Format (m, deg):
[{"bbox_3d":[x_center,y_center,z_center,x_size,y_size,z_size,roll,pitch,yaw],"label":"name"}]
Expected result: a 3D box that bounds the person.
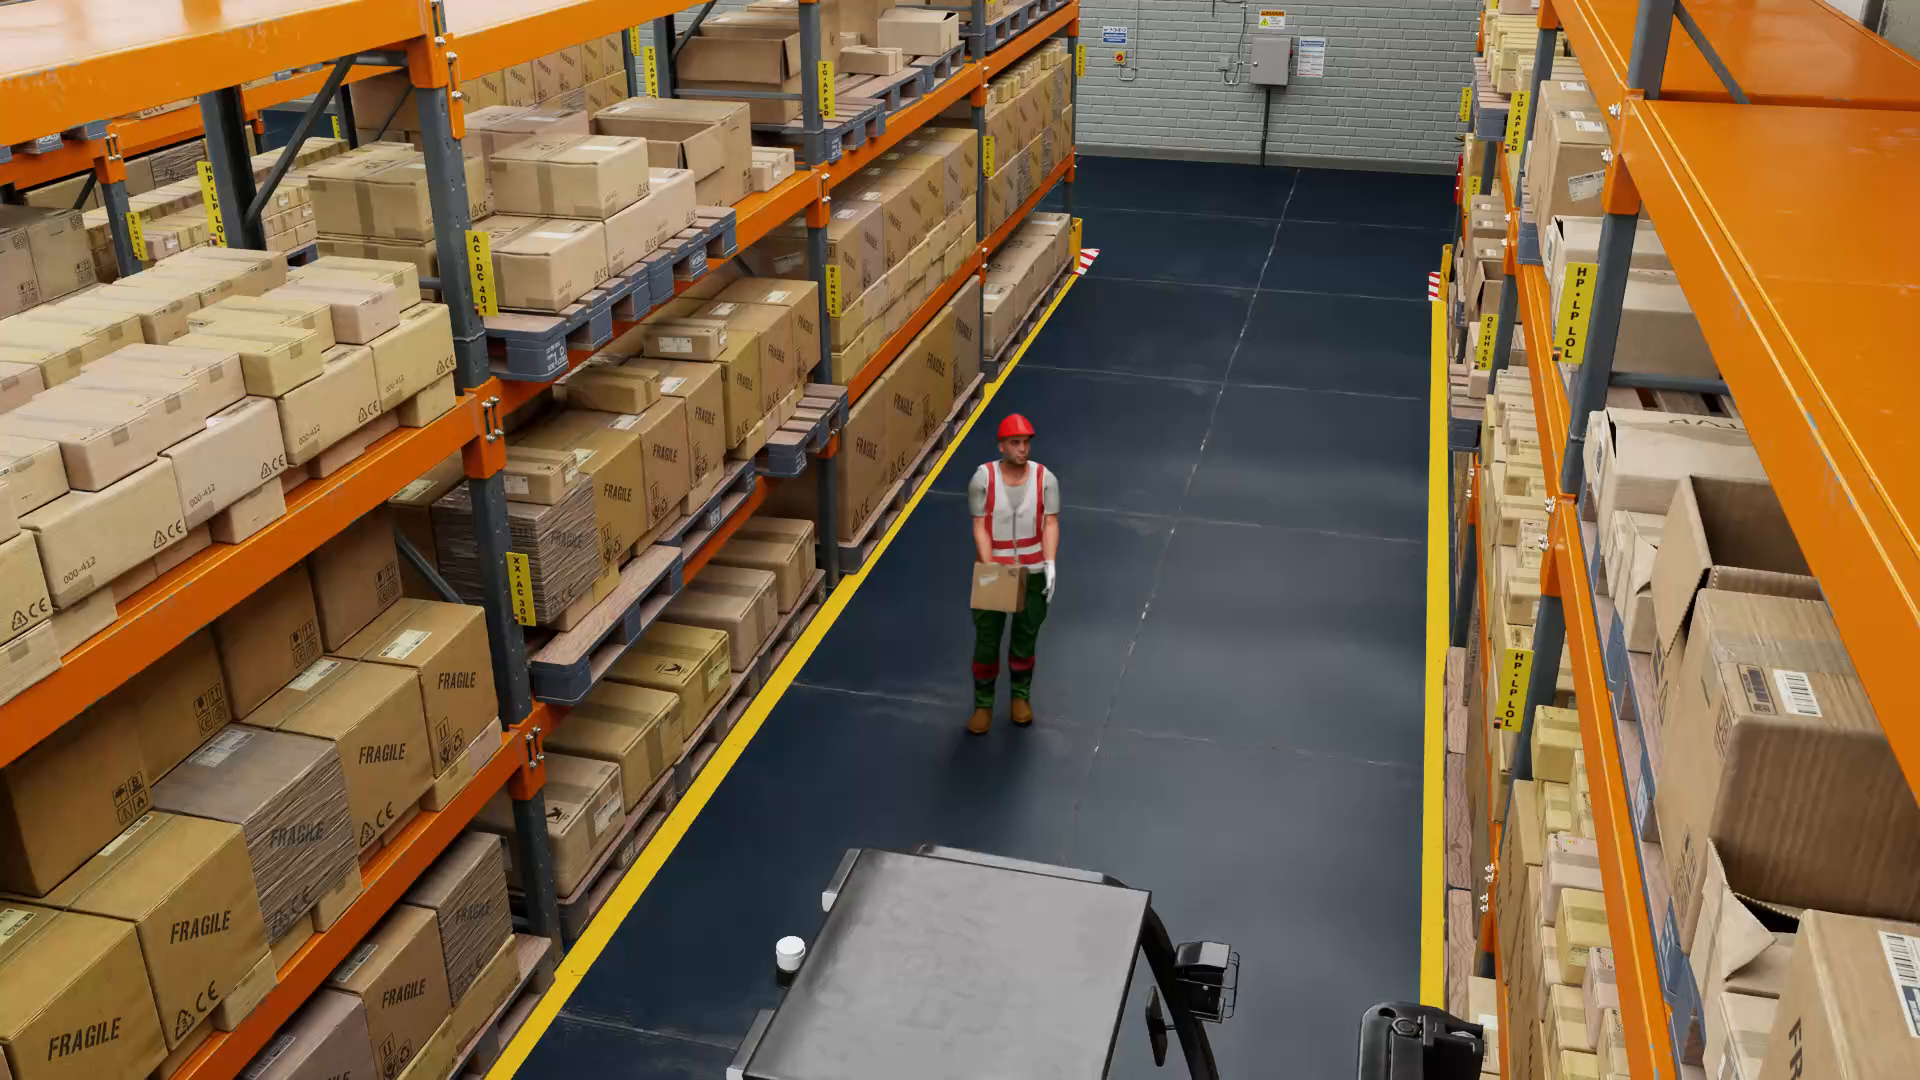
[{"bbox_3d":[0.291,0.197,9.261,0.556,1.791,0.528,-4,25,-9],"label":"person"}]
